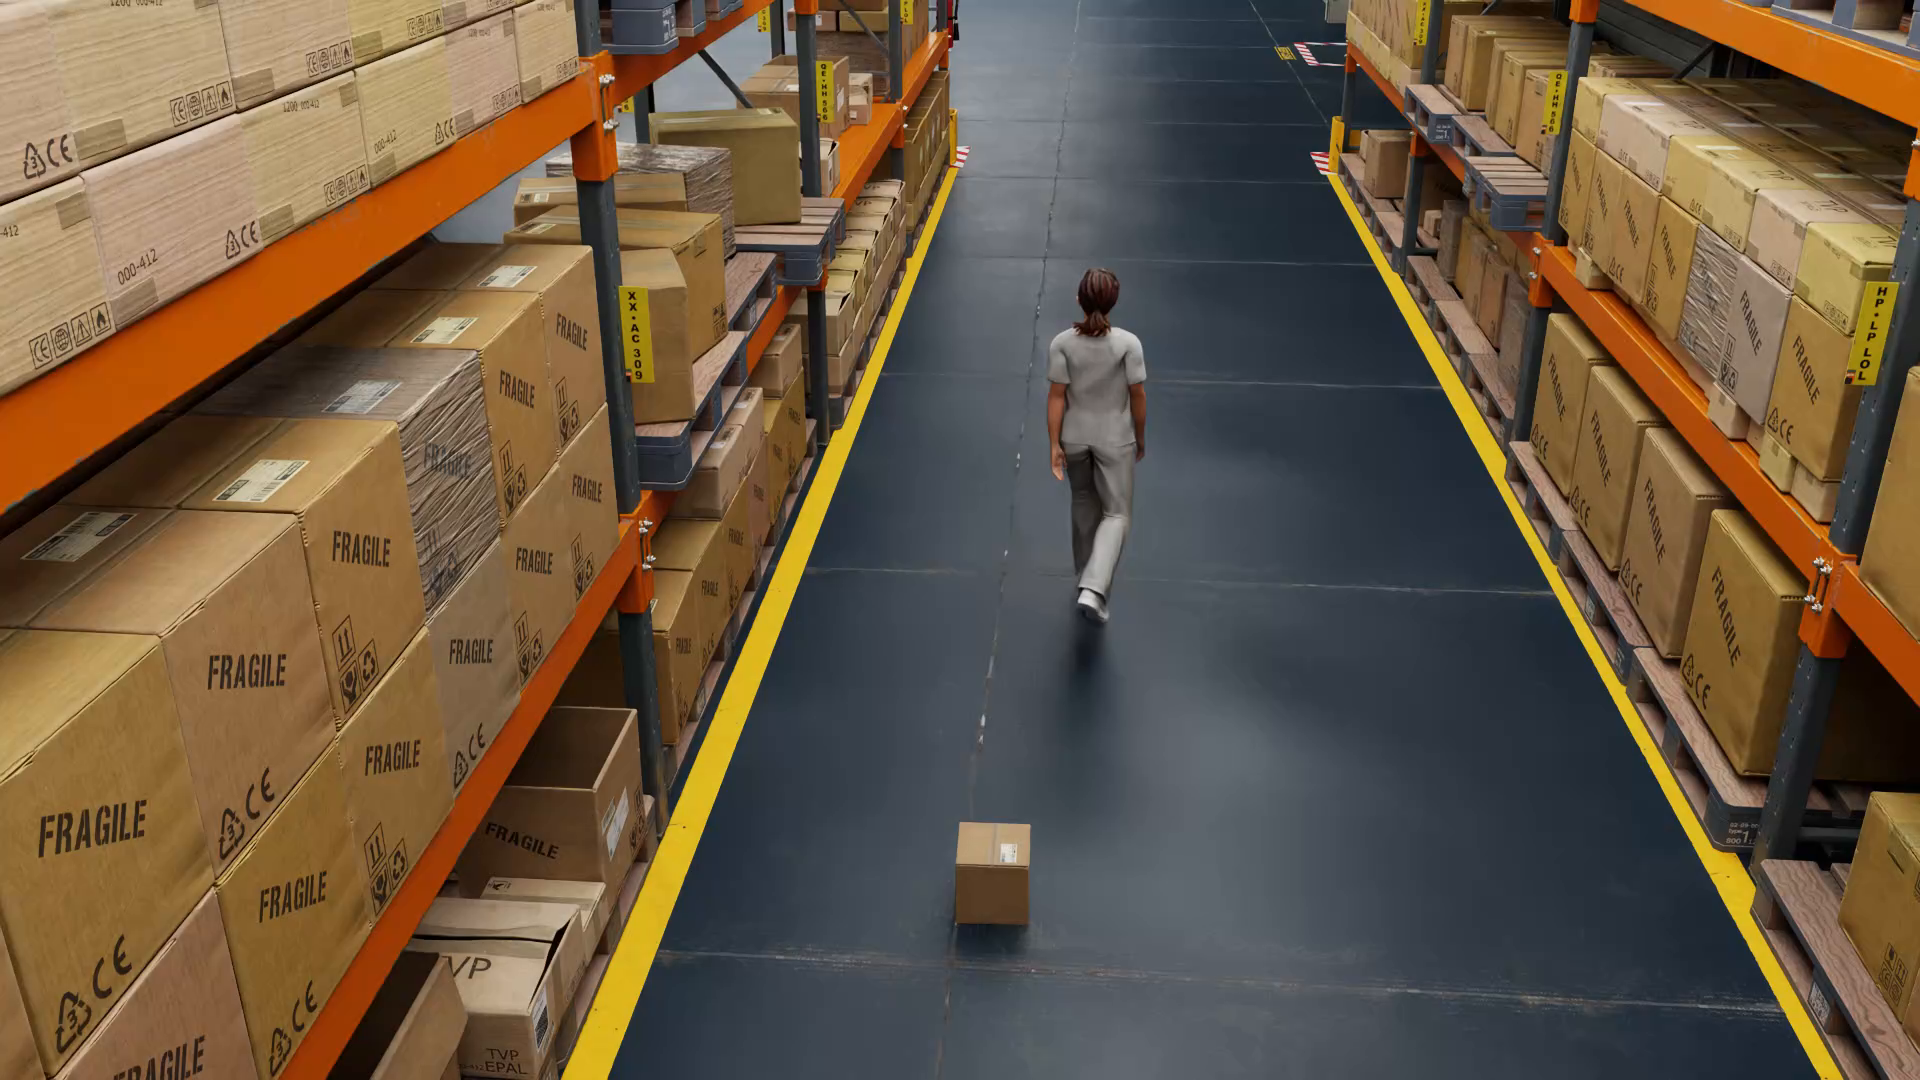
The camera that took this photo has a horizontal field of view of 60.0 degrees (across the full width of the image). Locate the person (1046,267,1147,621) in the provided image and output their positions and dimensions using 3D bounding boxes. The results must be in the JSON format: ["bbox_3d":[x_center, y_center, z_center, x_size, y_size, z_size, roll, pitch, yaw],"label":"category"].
[{"bbox_3d":[0.609,-0.435,7.538,0.438,1.631,0.923,7,26,15],"label":"person"}]
